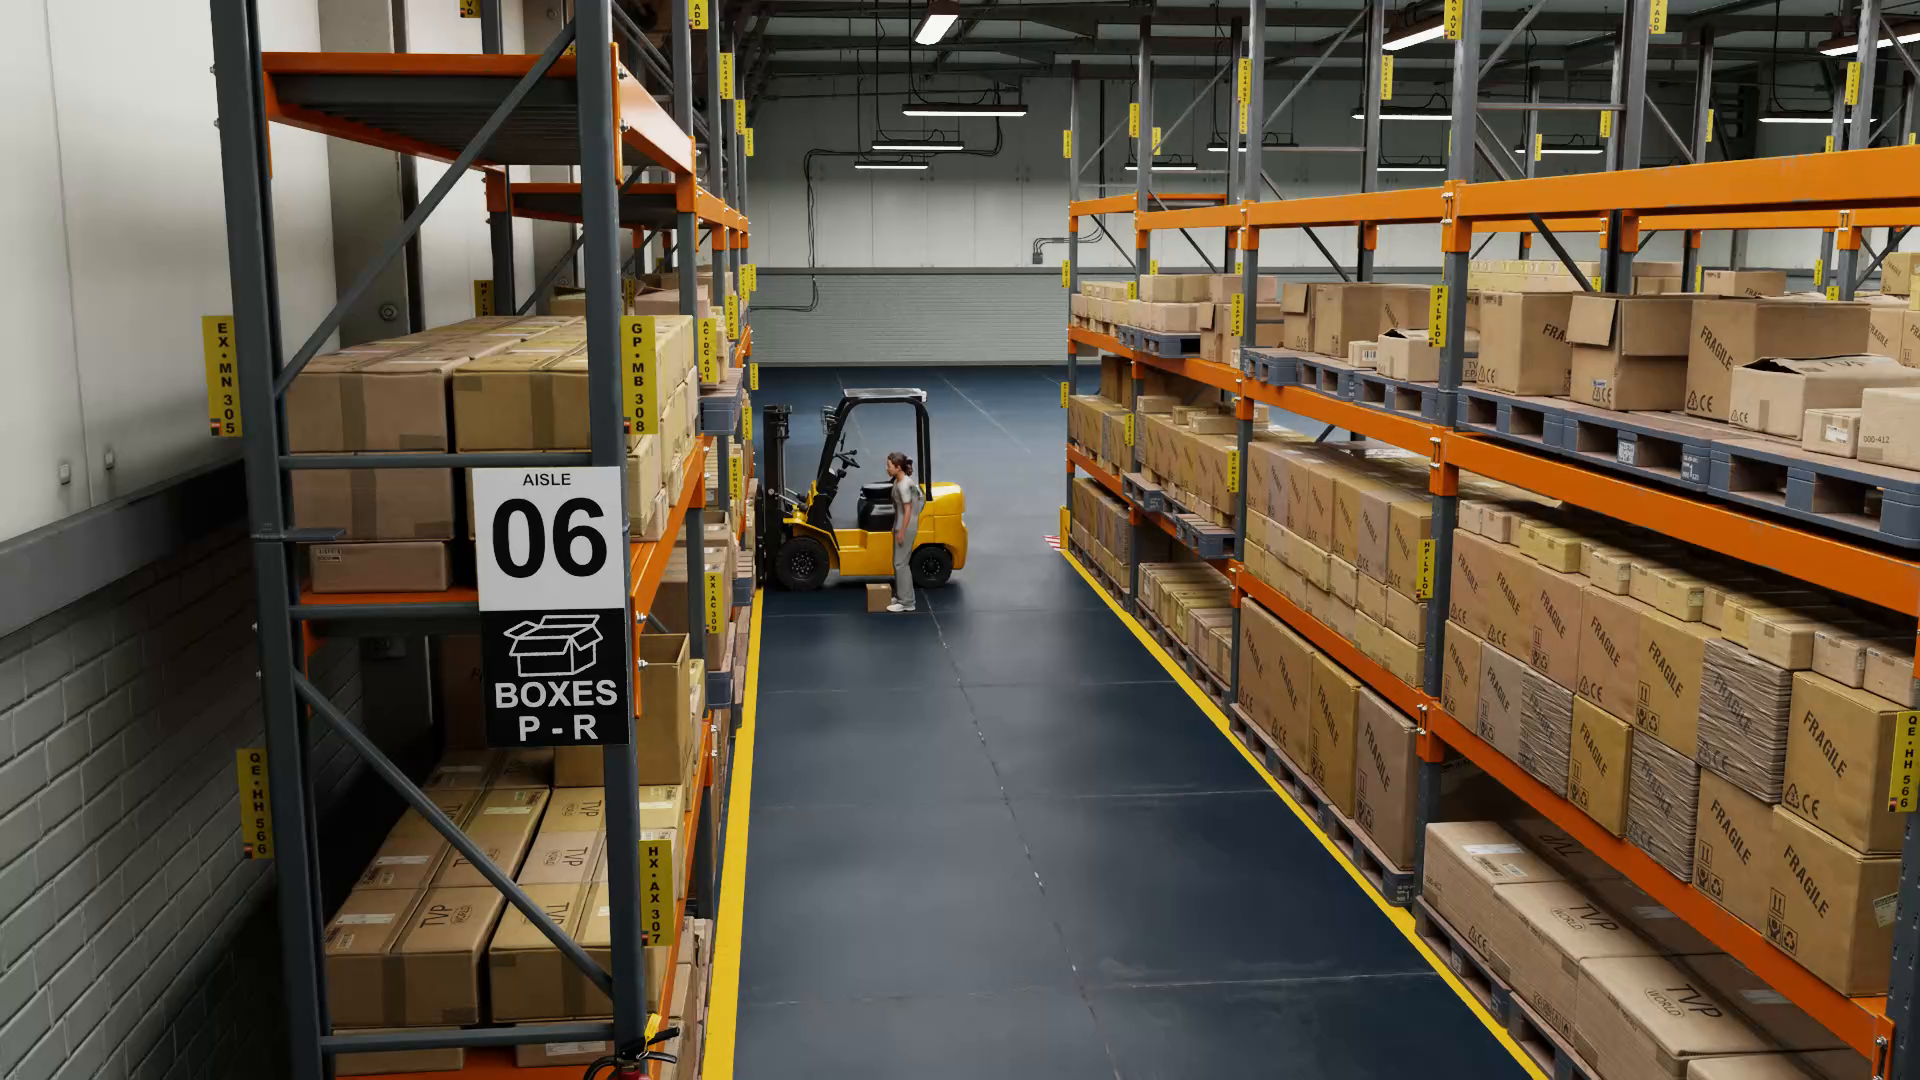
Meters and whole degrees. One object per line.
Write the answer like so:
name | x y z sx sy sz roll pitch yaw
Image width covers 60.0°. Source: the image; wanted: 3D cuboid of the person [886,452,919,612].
person | -0.613 -0.096 17.448 0.354 1.673 0.513 -2 10 -9
